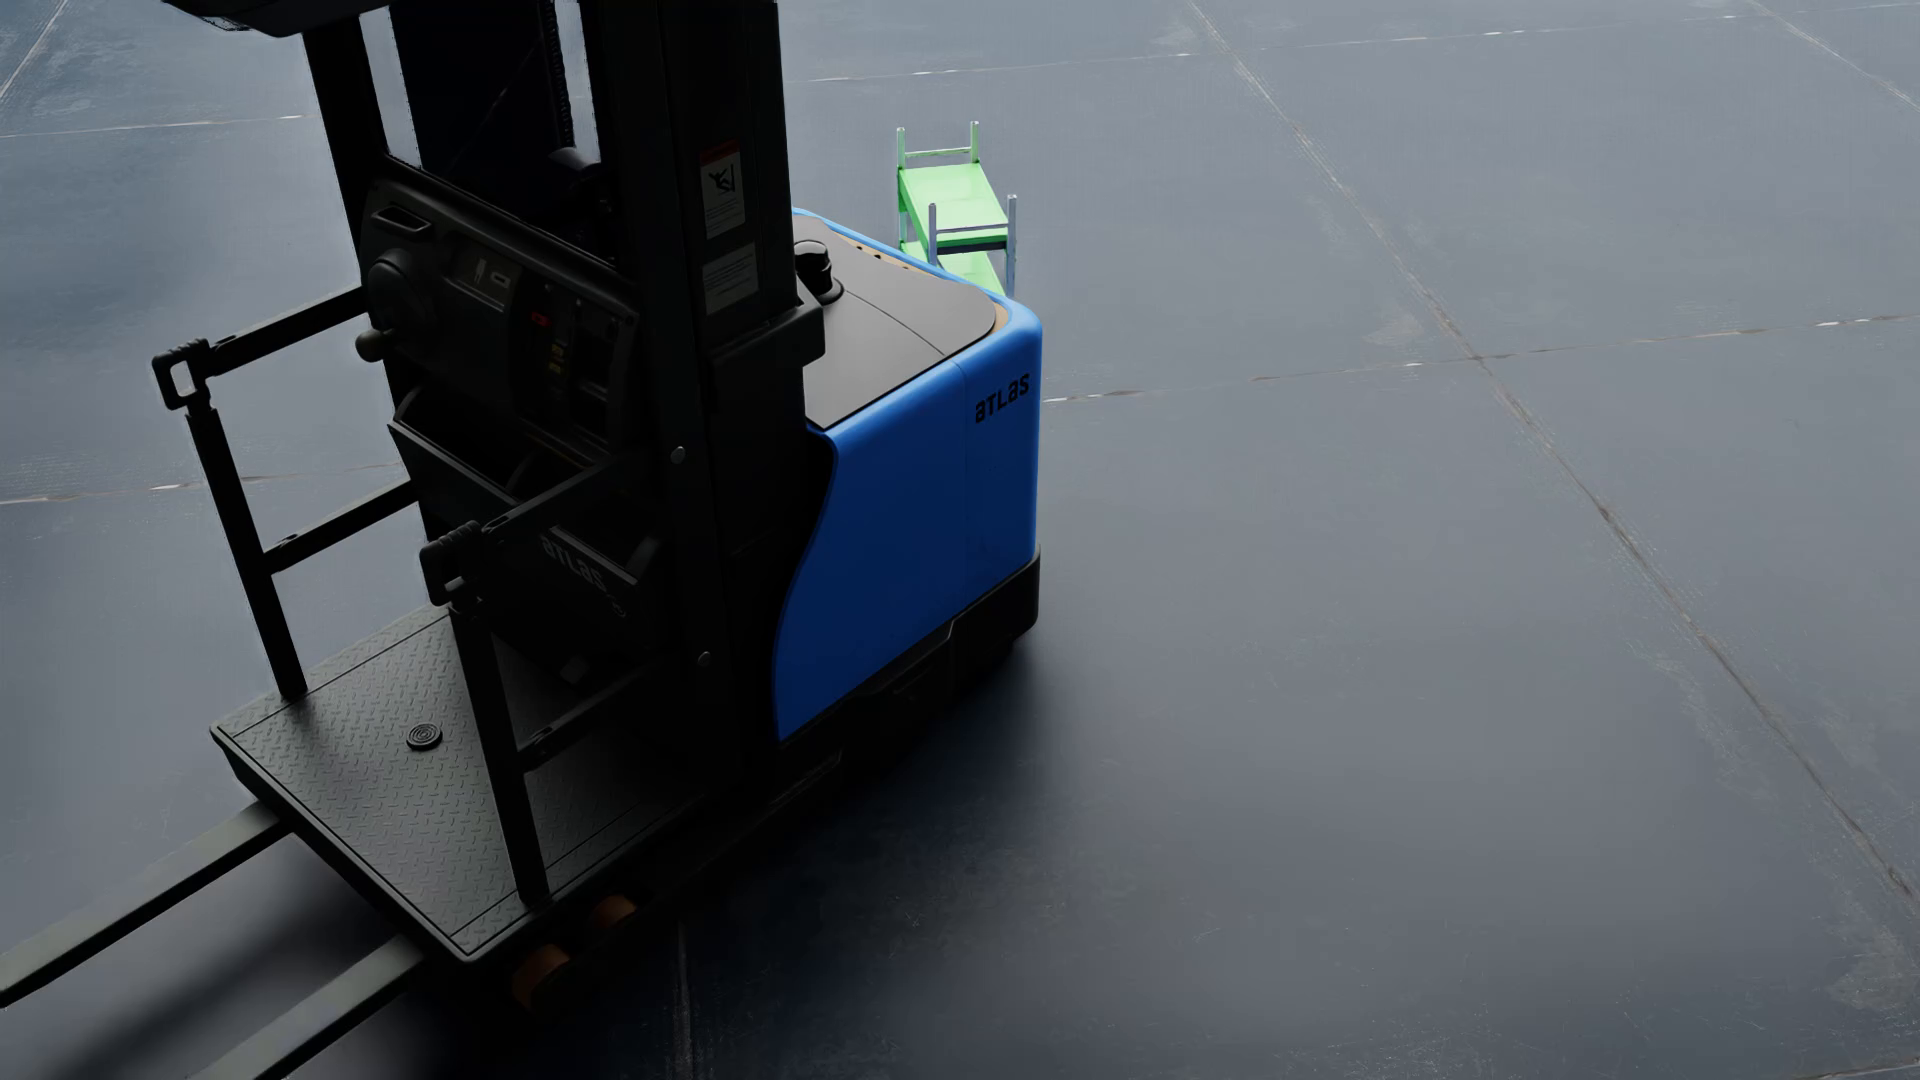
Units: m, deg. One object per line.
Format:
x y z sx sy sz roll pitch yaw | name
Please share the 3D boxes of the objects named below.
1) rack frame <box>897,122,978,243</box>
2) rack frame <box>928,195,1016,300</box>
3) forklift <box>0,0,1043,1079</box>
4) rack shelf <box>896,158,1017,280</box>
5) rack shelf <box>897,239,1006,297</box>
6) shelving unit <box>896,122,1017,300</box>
-0.065 -0.734 5.216 0.240 1.200 0.015 -7 38 -9 | rack frame
0.033 -0.440 4.839 0.240 1.200 0.015 -7 38 -9 | rack frame
-1.128 -0.414 3.393 1.130 2.935 3.031 29 46 32 | forklift
-0.016 -0.915 4.772 0.258 0.148 0.480 -7 38 -9 | rack shelf
-0.016 -0.726 4.919 0.258 0.148 0.480 -7 38 -9 | rack shelf
-0.016 -0.587 5.027 0.258 1.200 0.503 -7 38 -9 | shelving unit
